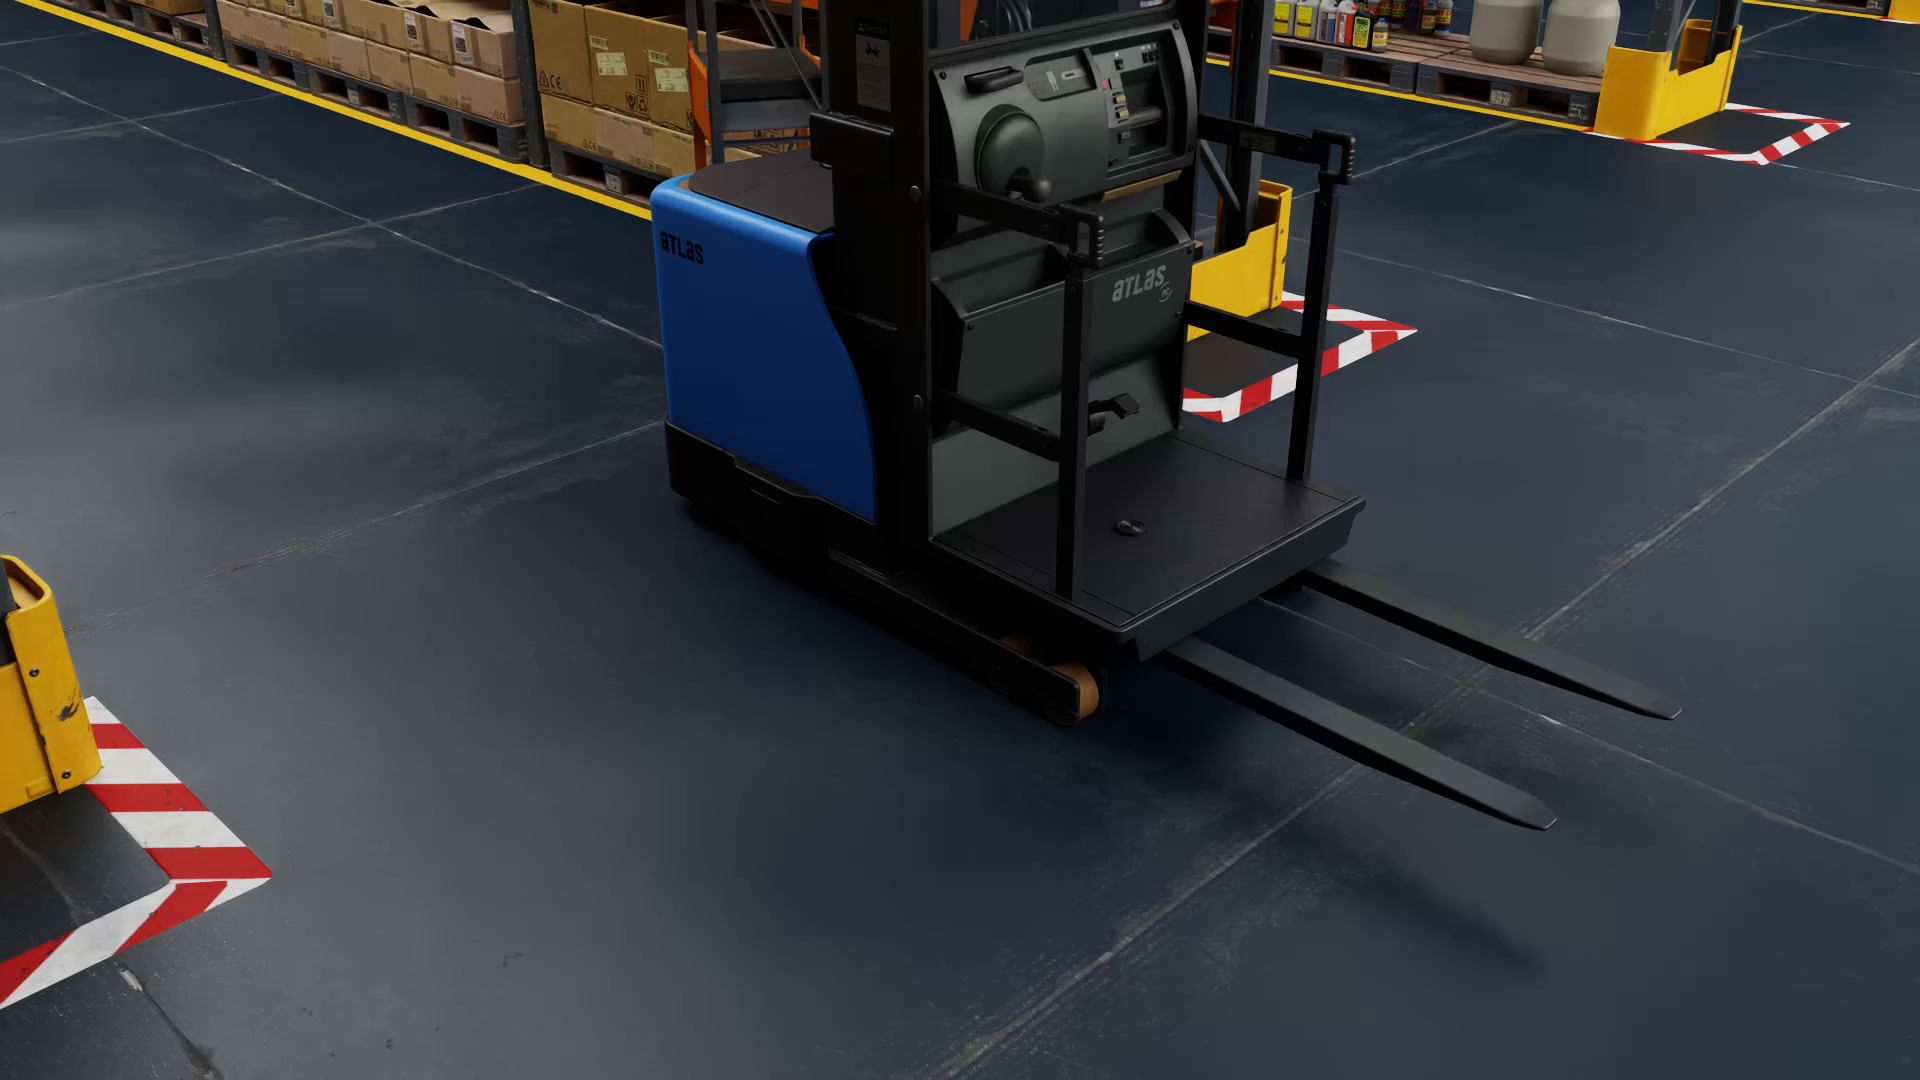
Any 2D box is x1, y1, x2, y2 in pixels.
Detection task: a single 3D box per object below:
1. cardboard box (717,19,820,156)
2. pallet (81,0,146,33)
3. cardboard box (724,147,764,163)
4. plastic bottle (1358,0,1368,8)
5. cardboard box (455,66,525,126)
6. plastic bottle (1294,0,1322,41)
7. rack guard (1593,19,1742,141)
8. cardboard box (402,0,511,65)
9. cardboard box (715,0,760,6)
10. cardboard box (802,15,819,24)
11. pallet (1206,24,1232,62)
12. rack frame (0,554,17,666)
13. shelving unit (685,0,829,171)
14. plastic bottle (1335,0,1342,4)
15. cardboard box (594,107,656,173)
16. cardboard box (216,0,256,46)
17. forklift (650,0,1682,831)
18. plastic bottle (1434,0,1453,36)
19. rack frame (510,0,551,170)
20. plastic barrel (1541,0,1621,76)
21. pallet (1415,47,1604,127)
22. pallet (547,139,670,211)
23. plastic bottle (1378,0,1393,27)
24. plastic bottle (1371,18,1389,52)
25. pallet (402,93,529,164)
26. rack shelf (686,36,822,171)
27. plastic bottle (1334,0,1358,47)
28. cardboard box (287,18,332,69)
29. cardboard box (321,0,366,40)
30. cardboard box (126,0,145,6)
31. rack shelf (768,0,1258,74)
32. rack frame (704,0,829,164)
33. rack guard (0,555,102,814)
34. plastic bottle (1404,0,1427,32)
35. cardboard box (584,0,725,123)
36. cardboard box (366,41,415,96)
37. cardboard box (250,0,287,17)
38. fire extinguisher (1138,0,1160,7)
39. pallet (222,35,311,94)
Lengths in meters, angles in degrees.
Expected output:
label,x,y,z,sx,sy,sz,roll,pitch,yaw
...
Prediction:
label,x,y,z,sx,sy,sz,roll,pitch,yaw
cardboard box,-0.798,-2.093,7.705,0.500,0.500,0.500,25,36,38
pallet,-6.204,-4.262,13.128,1.213,0.211,1.003,25,36,38
cardboard box,-0.795,-1.763,7.882,0.500,0.250,0.500,25,36,38
plastic bottle,2.813,-3.767,11.649,0.097,0.271,0.097,0,28,0
cardboard box,-2.479,-2.544,9.369,0.500,0.250,0.500,24,36,38
plastic bottle,2.350,-3.539,11.131,0.144,0.351,0.185,-24,36,-37
rack guard,4.260,-2.777,9.994,0.348,0.500,1.175,25,36,38
cardboard box,-2.845,-2.958,9.553,0.500,0.311,0.500,-24,36,-38
cardboard box,-1.148,-2.591,8.653,0.500,0.500,0.500,25,36,38
cardboard box,-0.422,-2.271,8.044,0.500,0.500,0.500,25,36,38
pallet,1.945,-3.712,12.082,1.213,0.211,1.003,25,36,38
rack frame,-2.598,-0.586,3.142,0.127,3.000,1.000,25,36,38
shelving unit,-0.680,-1.418,5.688,0.431,2.100,0.503,-7,29,-14
plastic bottle,2.637,-3.831,11.767,0.152,0.276,0.135,-25,36,-38
cardboard box,-1.509,-2.089,8.502,0.500,0.250,0.500,25,36,38
cardboard box,-4.665,-3.542,11.267,0.500,0.250,0.500,24,36,38
forklift,0.441,-1.087,4.169,1.130,2.935,3.031,-24,36,-38
plastic bottle,3.273,-3.556,11.249,0.097,0.271,0.097,0,28,0
rack frame,-1.980,-3.536,8.753,0.127,3.000,1.000,25,36,38
plastic barrel,3.825,-3.148,10.236,0.421,0.512,0.421,0,28,0
pallet,3.685,-2.916,10.568,1.213,0.211,1.003,25,36,38
pallet,-1.442,-2.029,8.882,1.213,0.211,1.003,25,36,38
plastic bottle,2.958,-3.701,11.523,0.097,0.271,0.097,0,28,0
plastic bottle,2.731,-3.284,10.806,0.097,0.201,0.097,0,28,0
pallet,-2.533,-2.530,9.834,1.213,0.211,1.003,25,36,38
rack shelf,-0.680,-1.406,5.694,0.431,0.518,0.480,-7,29,-14
plastic bottle,2.570,-3.408,10.962,0.135,0.276,0.152,25,37,39
cardboard box,-3.931,-3.211,10.636,0.500,0.250,0.500,23,36,37
cardboard box,-3.555,-3.287,10.179,0.500,0.311,0.500,24,36,38
cardboard box,-6.033,-4.326,12.468,0.500,0.500,0.500,23,35,37
rack shelf,-0.554,-2.565,7.679,4.000,0.370,1.077,25,36,38
rack frame,-0.613,-1.309,5.480,0.400,2.100,0.015,-7,29,-14
rack guard,-2.652,0.495,3.771,0.348,0.500,1.175,25,36,38
plastic bottle,3.125,-3.641,11.398,0.061,0.283,0.133,-25,36,-38
cardboard box,-1.507,-2.421,8.330,0.500,0.500,0.500,25,36,38
cardboard box,-3.204,-2.877,10.001,0.500,0.250,0.500,-24,36,-38
cardboard box,-4.284,-3.622,10.815,0.500,0.311,0.500,24,36,37
fire extinguisher,0.631,-2.004,5.922,0.183,0.674,0.296,25,36,38
pallet,-4.273,-3.326,11.348,1.213,0.211,1.003,25,36,38
